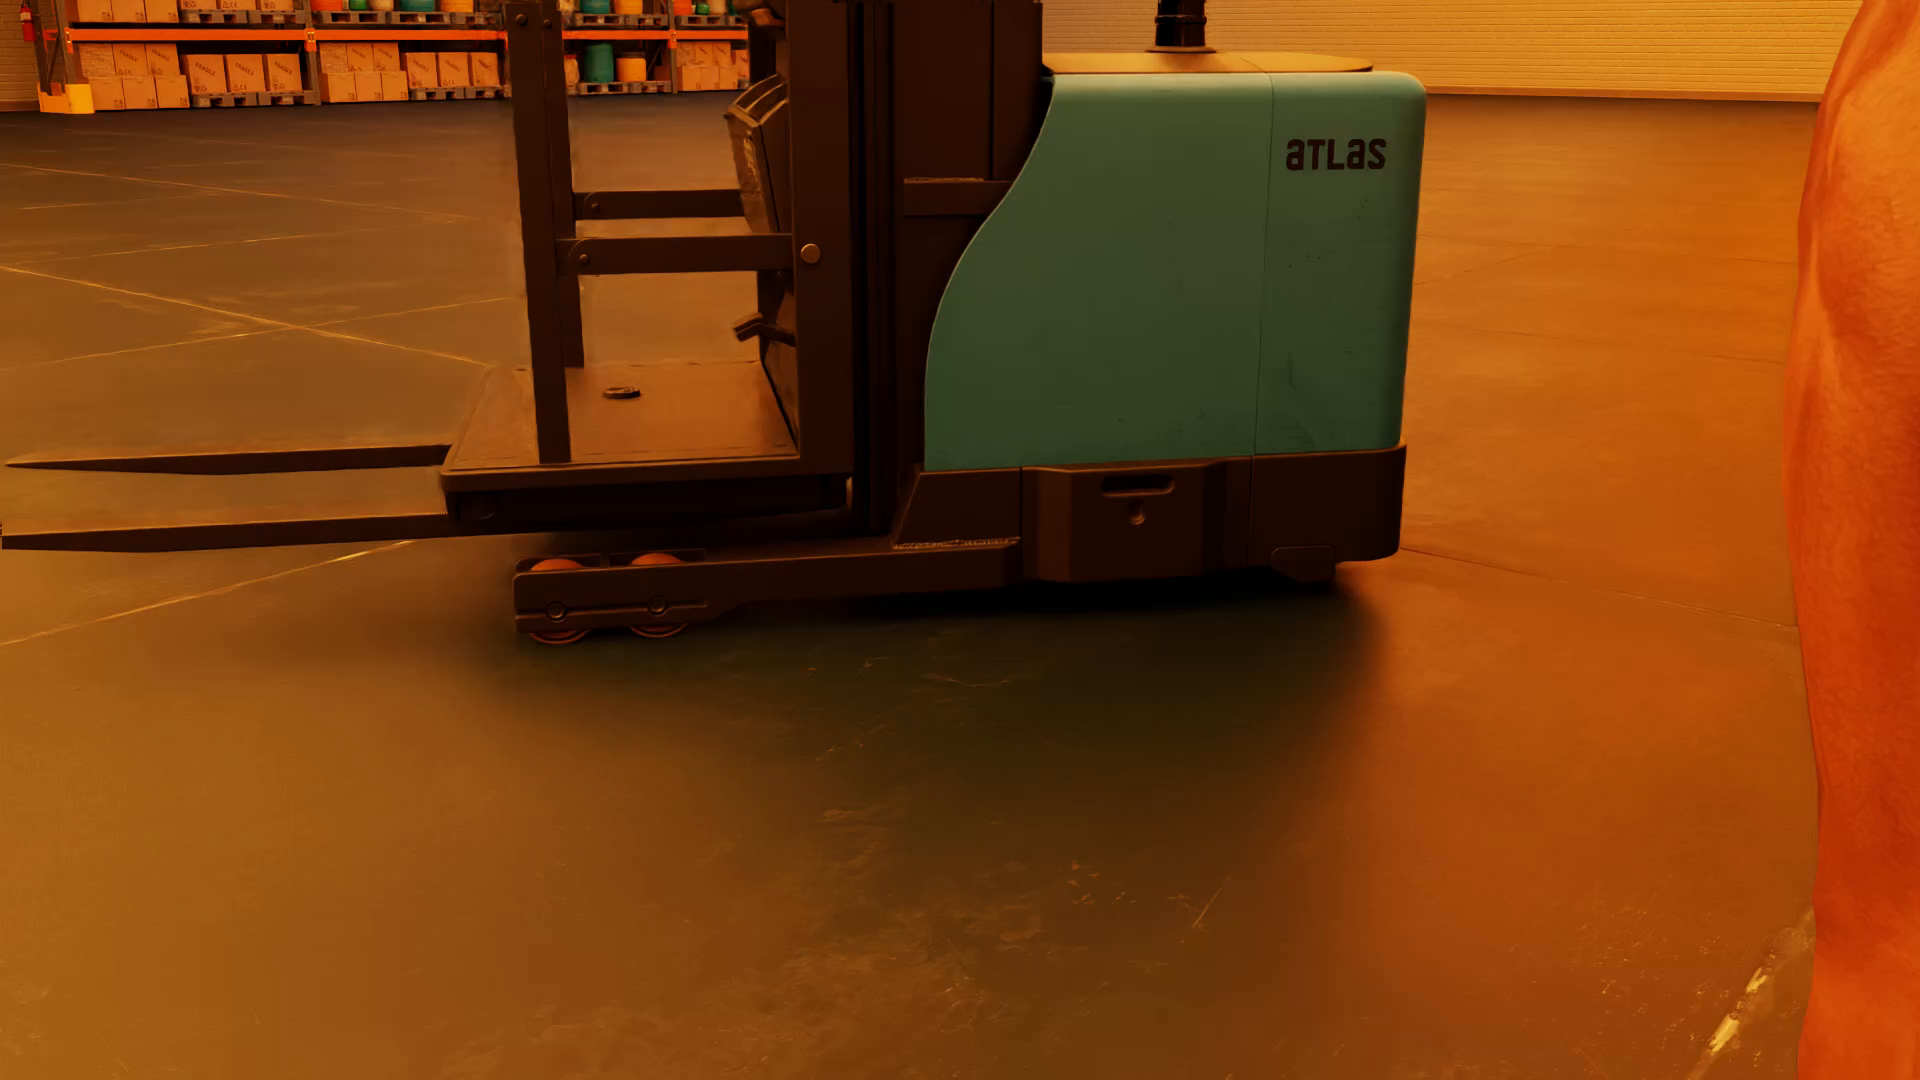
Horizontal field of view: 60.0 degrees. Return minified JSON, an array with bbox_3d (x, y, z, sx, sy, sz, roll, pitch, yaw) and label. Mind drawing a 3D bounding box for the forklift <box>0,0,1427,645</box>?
[{"bbox_3d":[-0.610,-1.363,3.387,3.031,2.935,1.130,-3,17,-10],"label":"forklift"}]
